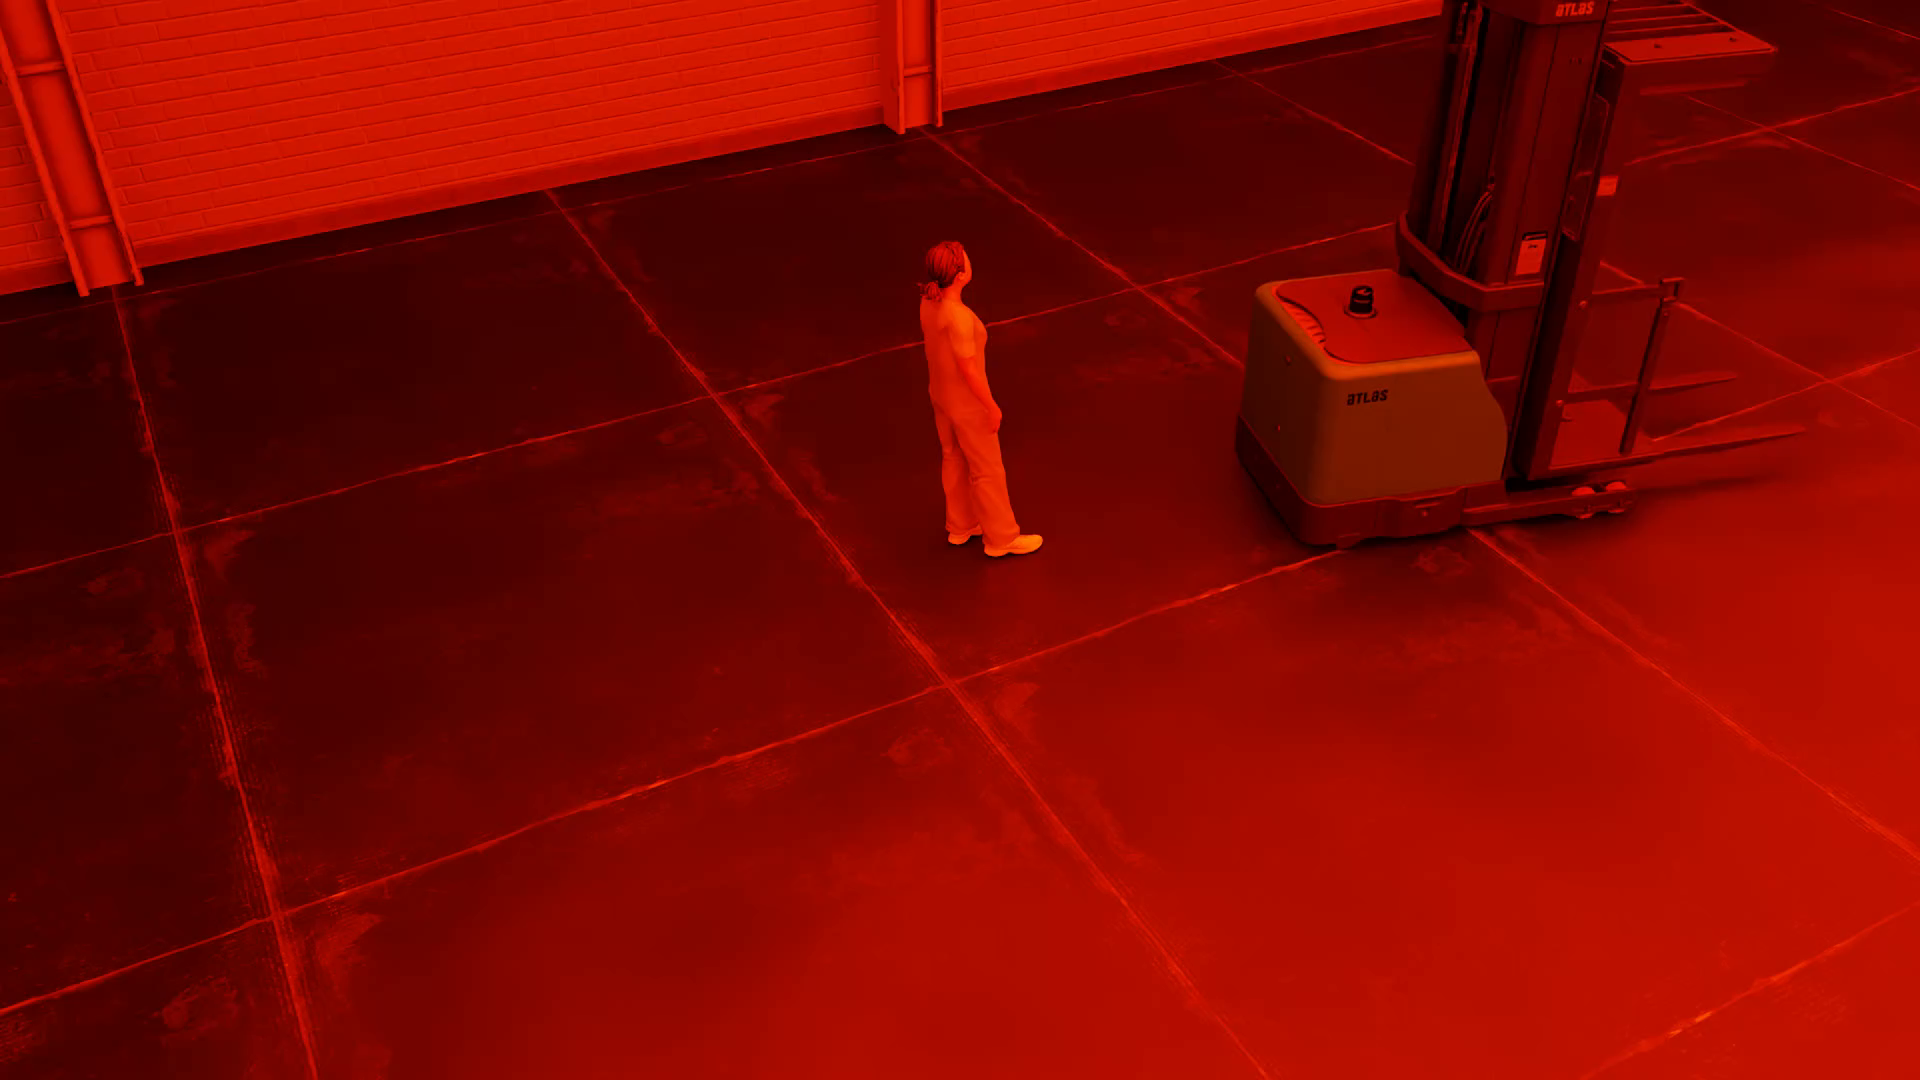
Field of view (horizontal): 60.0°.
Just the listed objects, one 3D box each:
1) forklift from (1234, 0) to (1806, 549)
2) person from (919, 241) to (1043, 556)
[{"bbox_3d":[3.099,-1.600,8.387,3.031,2.935,1.130,-8,36,-11],"label":"forklift"},{"bbox_3d":[0.071,-0.703,8.192,0.549,1.675,0.549,-17,39,-23],"label":"person"}]
